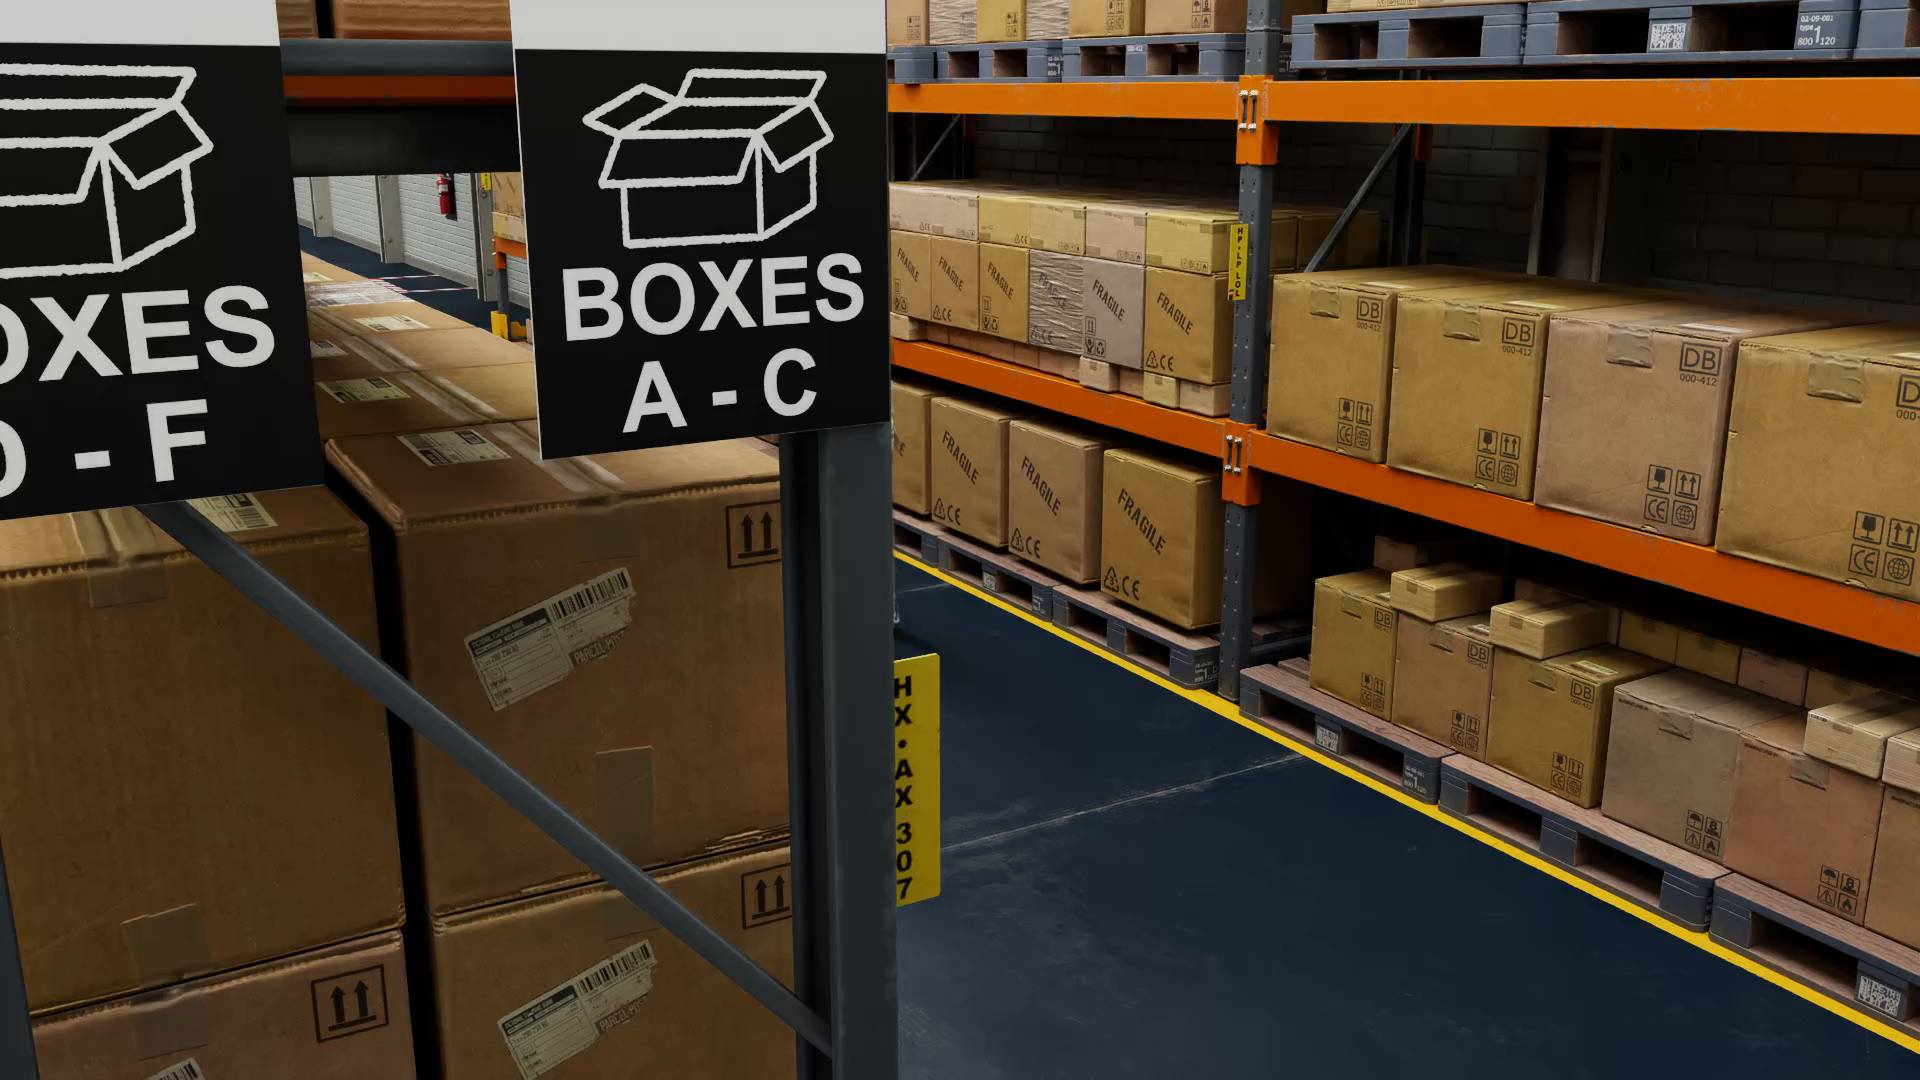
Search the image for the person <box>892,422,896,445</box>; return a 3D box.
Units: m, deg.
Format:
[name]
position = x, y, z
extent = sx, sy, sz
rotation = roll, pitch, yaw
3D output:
[person]
position = -0.594, -0.278, 8.666
extent = 0.565, 1.535, 0.529
rotation = -10, 18, -32
